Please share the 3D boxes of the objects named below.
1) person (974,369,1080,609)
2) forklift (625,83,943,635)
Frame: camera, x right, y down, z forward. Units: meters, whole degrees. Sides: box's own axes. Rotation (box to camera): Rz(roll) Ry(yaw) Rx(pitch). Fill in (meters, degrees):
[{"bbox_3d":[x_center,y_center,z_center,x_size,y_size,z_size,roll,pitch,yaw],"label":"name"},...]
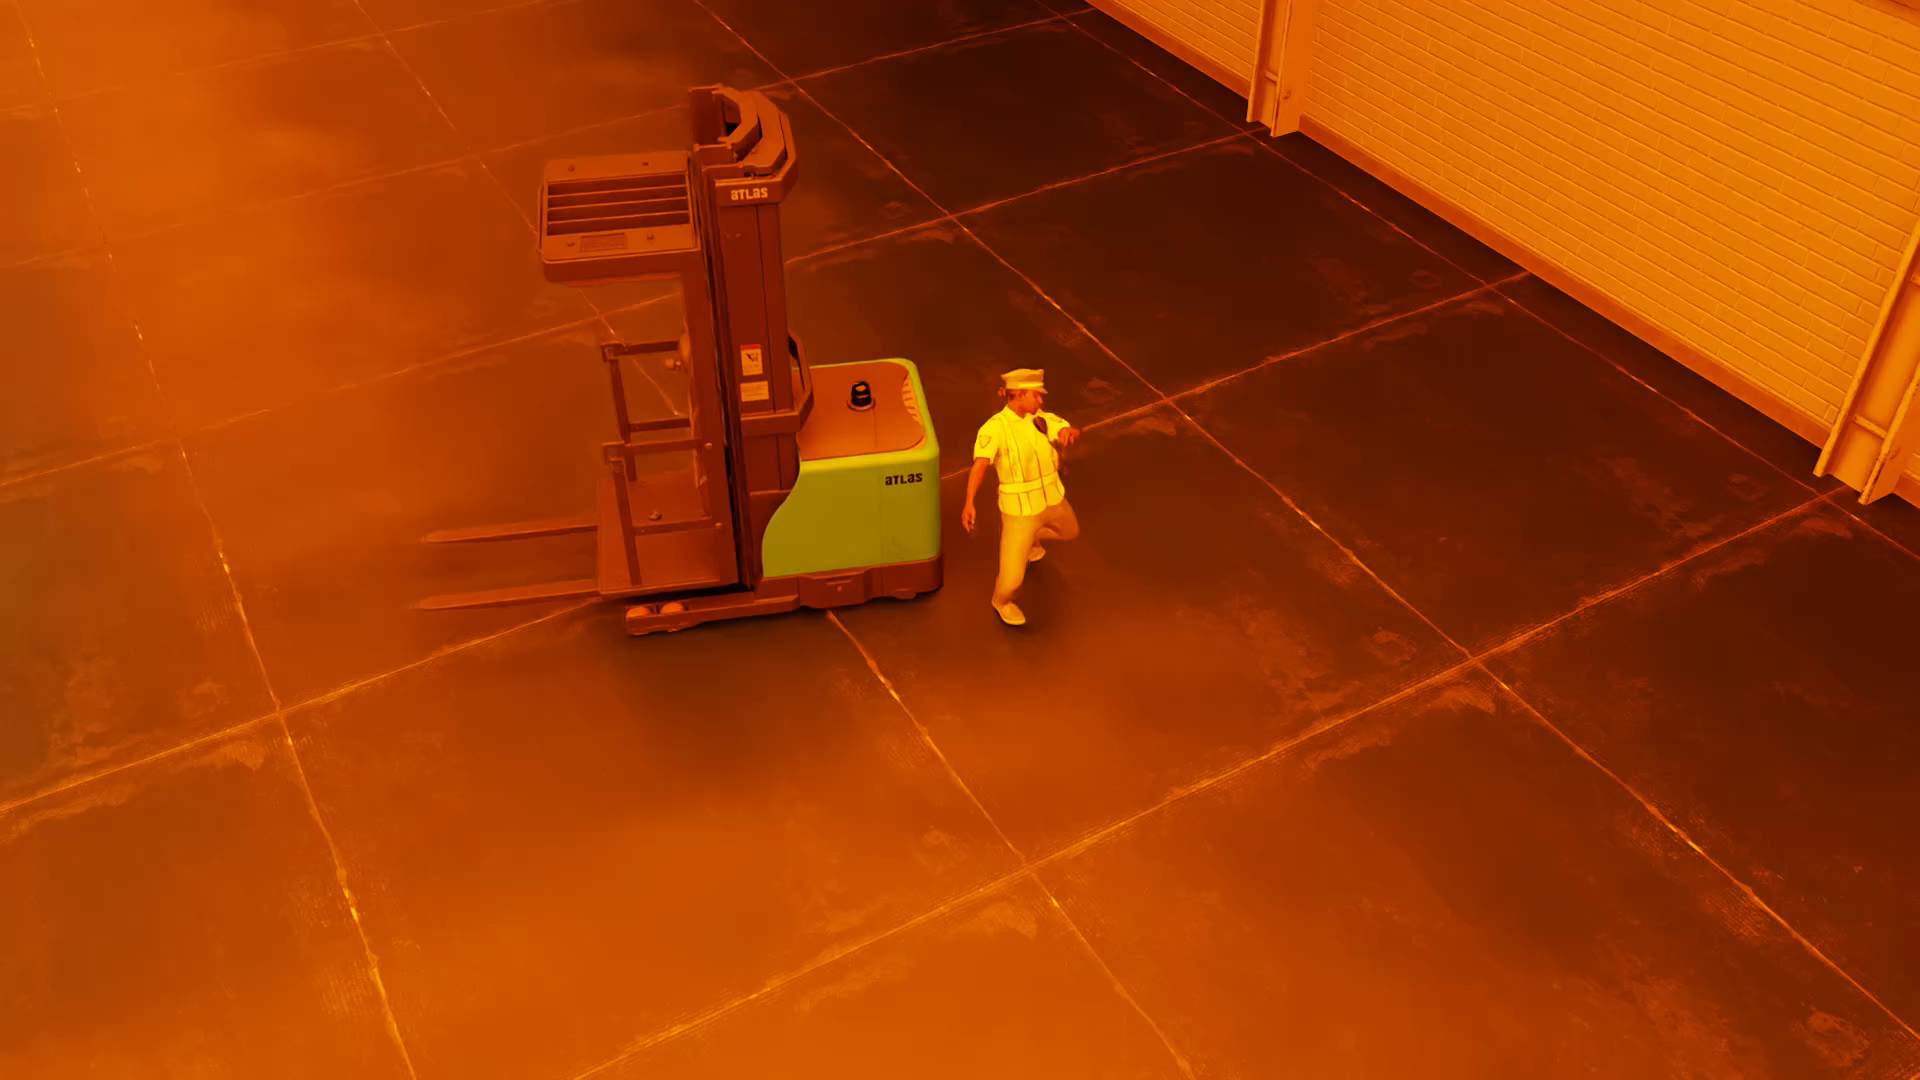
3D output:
[{"bbox_3d":[0.336,-0.275,9.436,0.745,1.384,0.589,-32,49,-32],"label":"person"},{"bbox_3d":[-1.666,-0.941,9.171,3.031,2.935,1.130,-6,40,-8],"label":"forklift"}]
